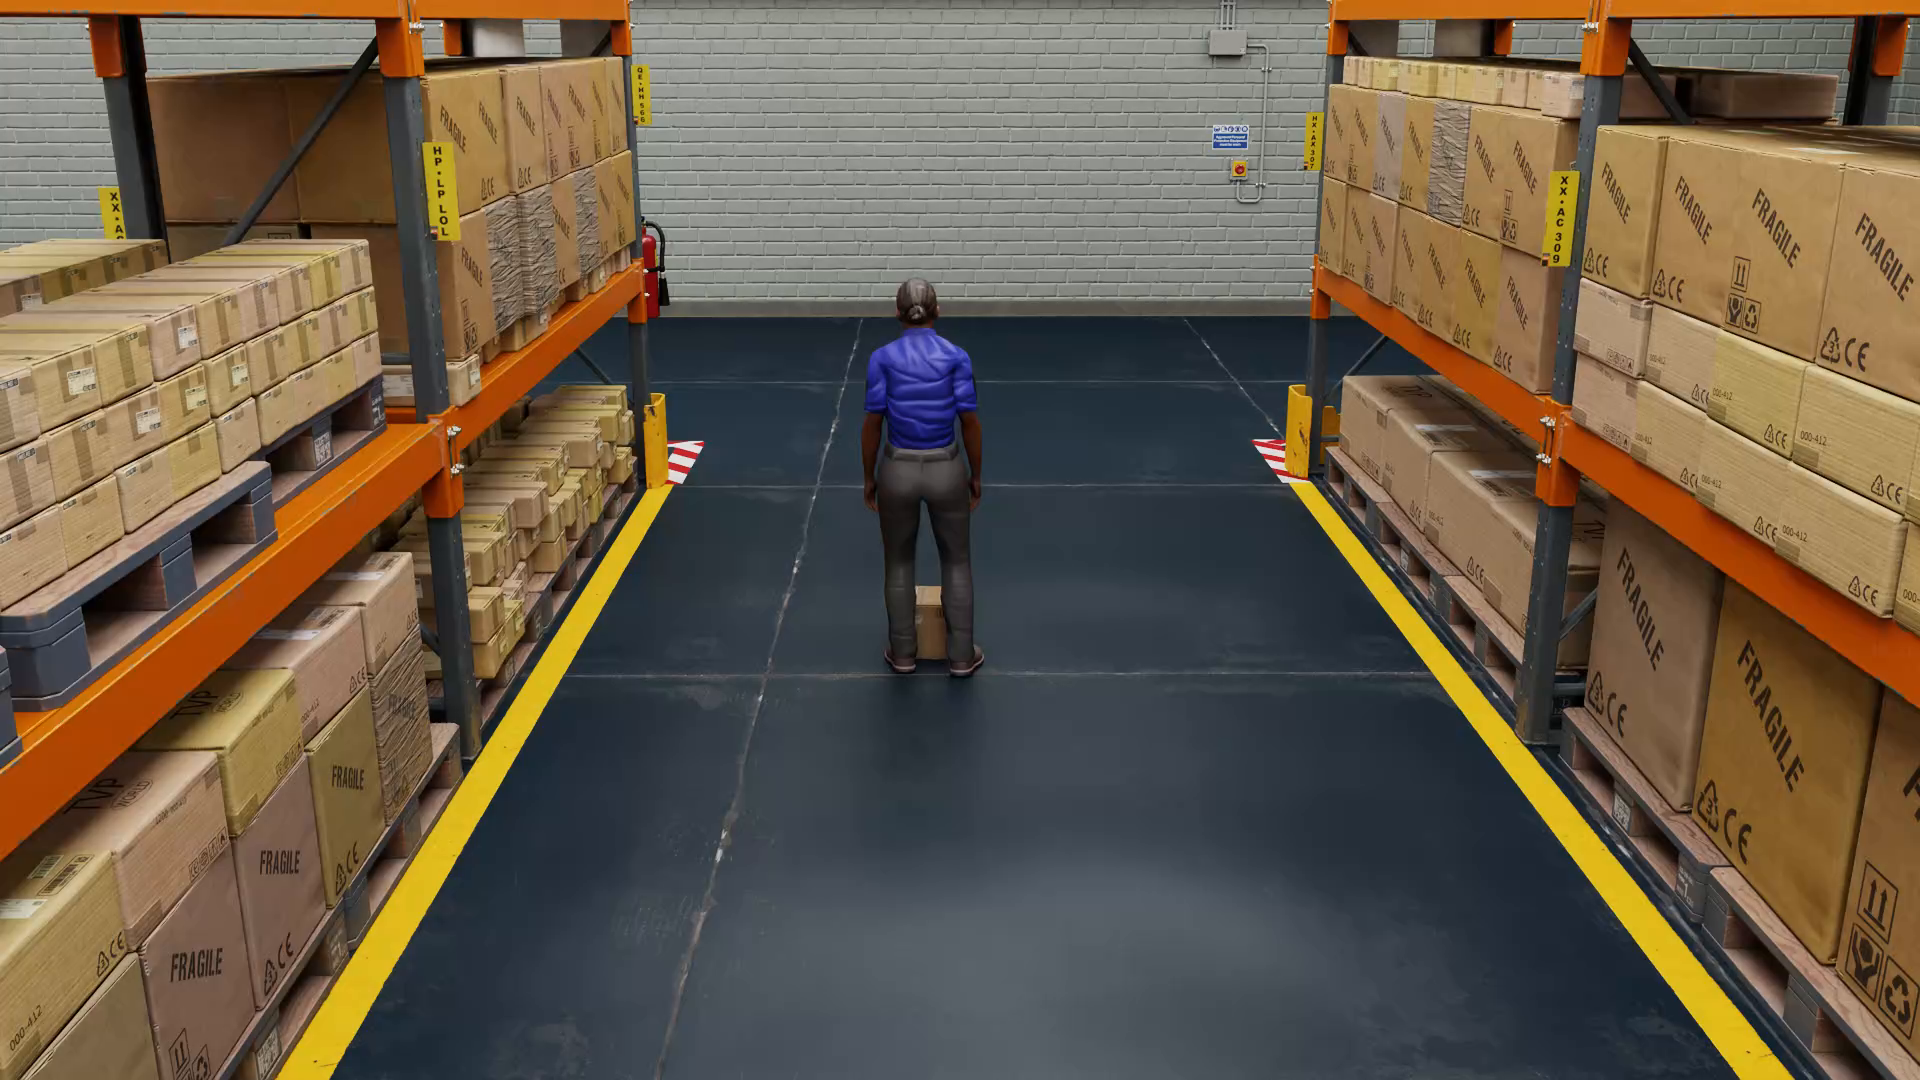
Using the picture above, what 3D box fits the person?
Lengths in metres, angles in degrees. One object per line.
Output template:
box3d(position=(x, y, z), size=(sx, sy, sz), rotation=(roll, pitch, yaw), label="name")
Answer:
box3d(position=(-0.149, -0.248, 6.853), size=(0.507, 1.655, 0.390), rotation=(0, 17, -1), label="person")
